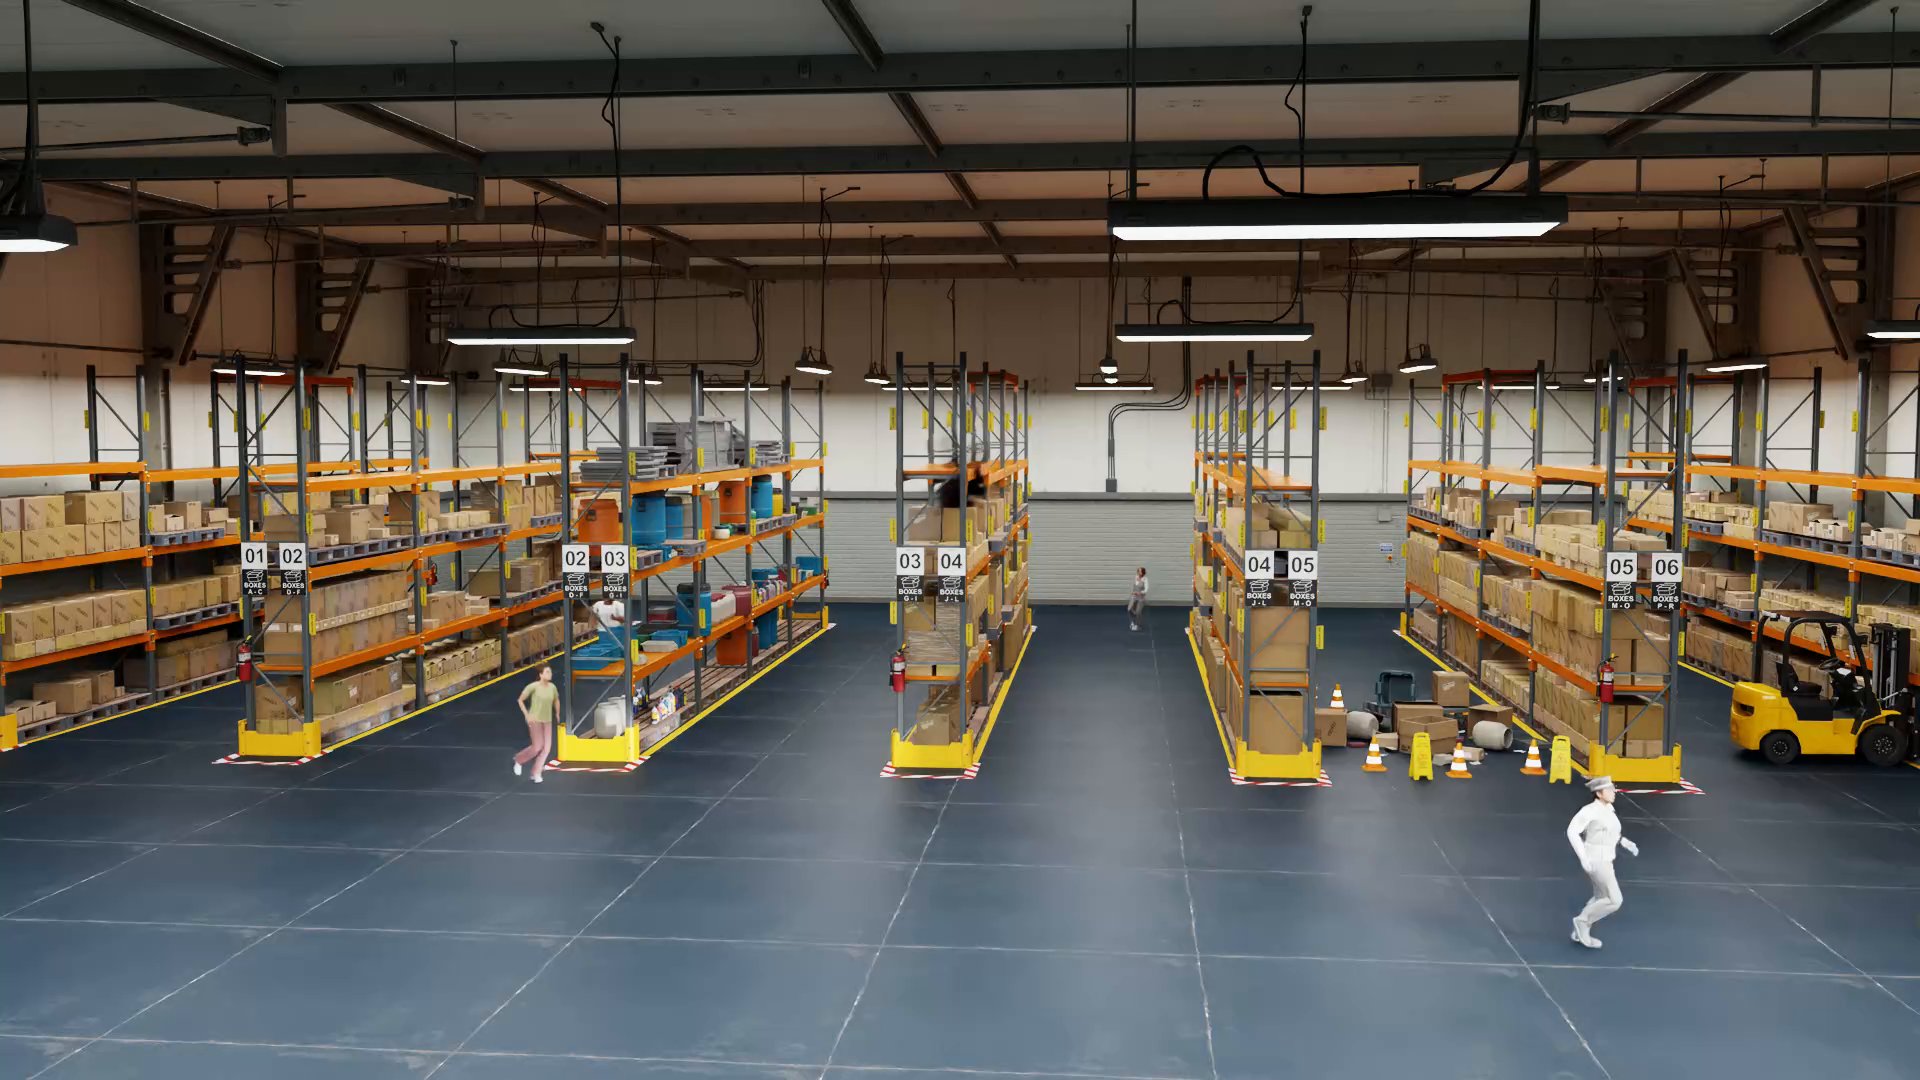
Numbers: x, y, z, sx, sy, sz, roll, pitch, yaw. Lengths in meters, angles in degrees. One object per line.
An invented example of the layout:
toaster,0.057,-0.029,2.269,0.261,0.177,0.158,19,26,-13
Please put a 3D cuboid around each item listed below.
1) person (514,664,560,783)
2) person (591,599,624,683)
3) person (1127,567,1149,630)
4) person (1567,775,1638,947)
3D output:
person,-5.880,2.539,23.312,0.578,1.616,0.630,3,5,40
person,-6.827,1.814,32.329,0.677,1.821,0.820,-1,4,-9
person,4.275,1.400,39.654,0.560,1.533,0.586,3,5,39
person,6.110,3.046,15.781,0.567,1.661,0.623,3,5,40
